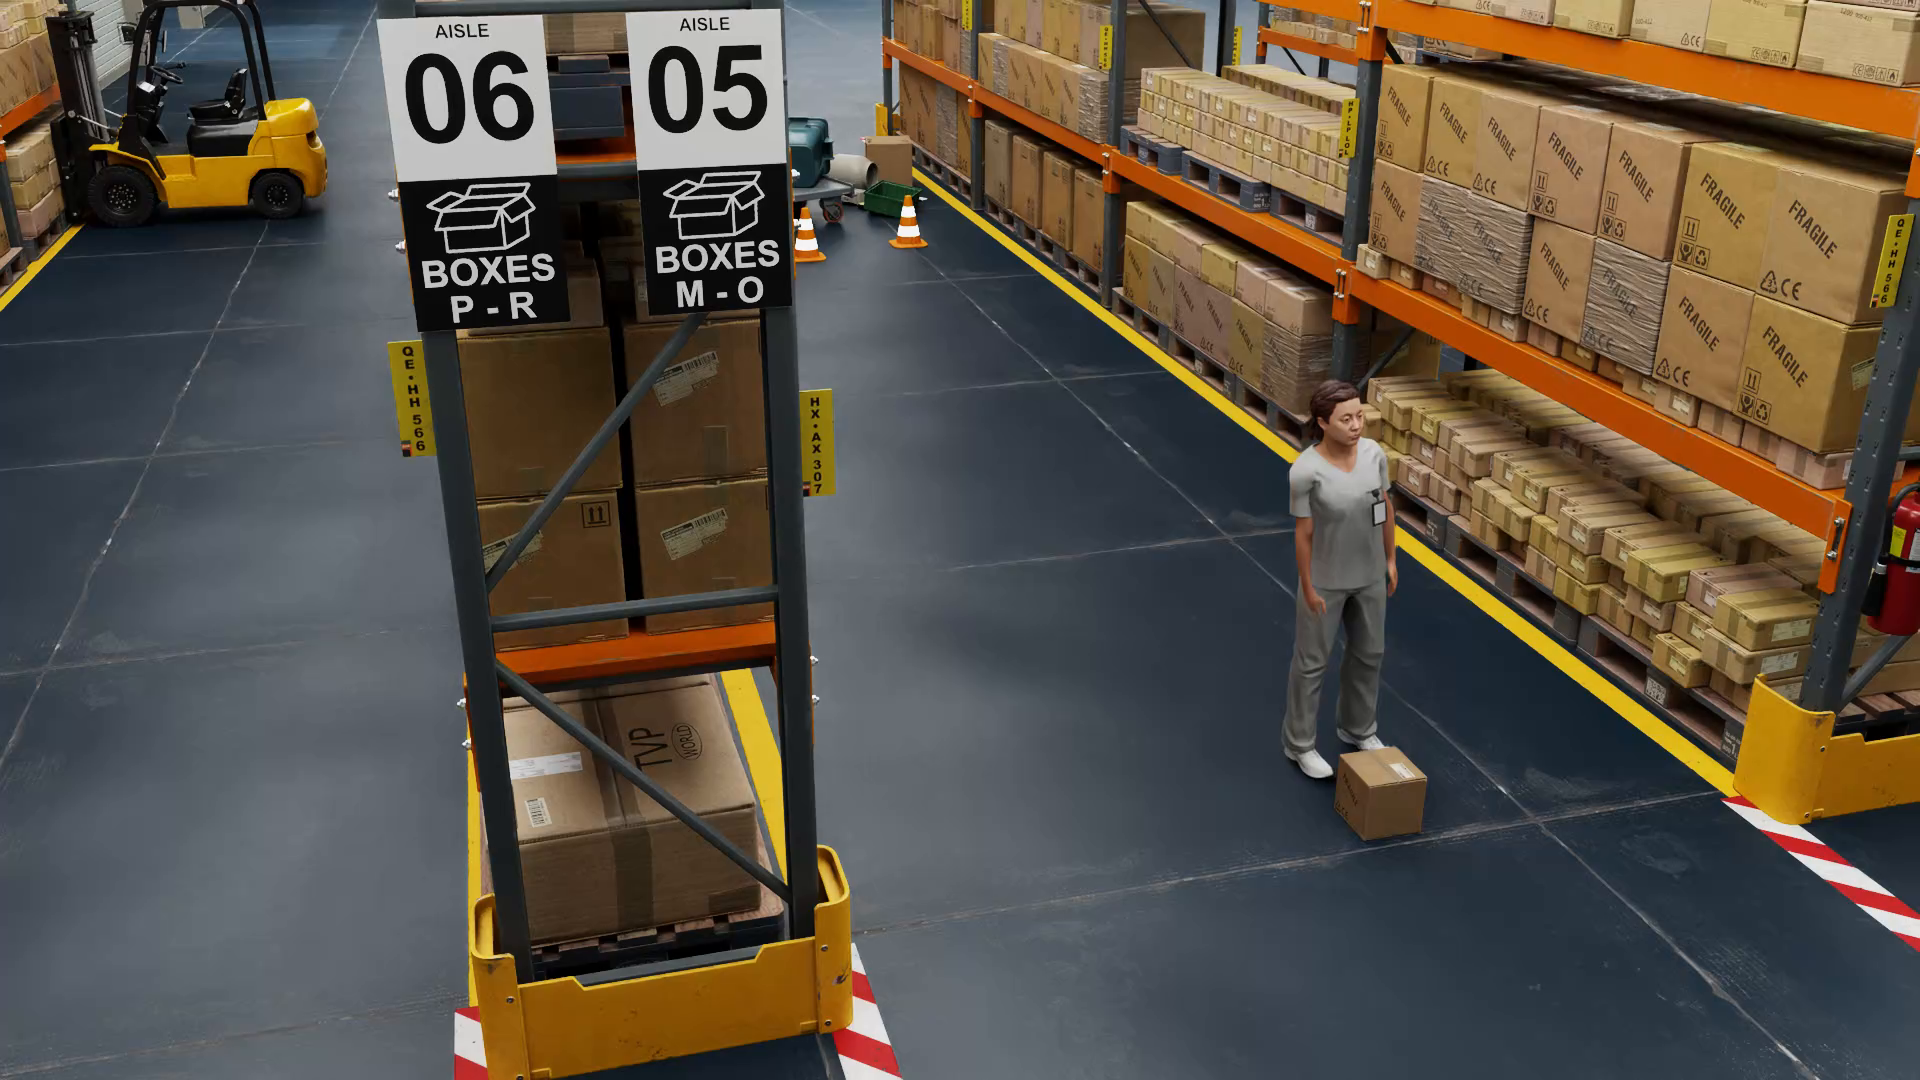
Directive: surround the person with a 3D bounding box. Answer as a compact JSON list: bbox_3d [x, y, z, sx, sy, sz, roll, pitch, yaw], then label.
[{"bbox_3d":[1.548,0.160,6.713,0.517,1.674,0.365,-6,24,-13],"label":"person"}]
